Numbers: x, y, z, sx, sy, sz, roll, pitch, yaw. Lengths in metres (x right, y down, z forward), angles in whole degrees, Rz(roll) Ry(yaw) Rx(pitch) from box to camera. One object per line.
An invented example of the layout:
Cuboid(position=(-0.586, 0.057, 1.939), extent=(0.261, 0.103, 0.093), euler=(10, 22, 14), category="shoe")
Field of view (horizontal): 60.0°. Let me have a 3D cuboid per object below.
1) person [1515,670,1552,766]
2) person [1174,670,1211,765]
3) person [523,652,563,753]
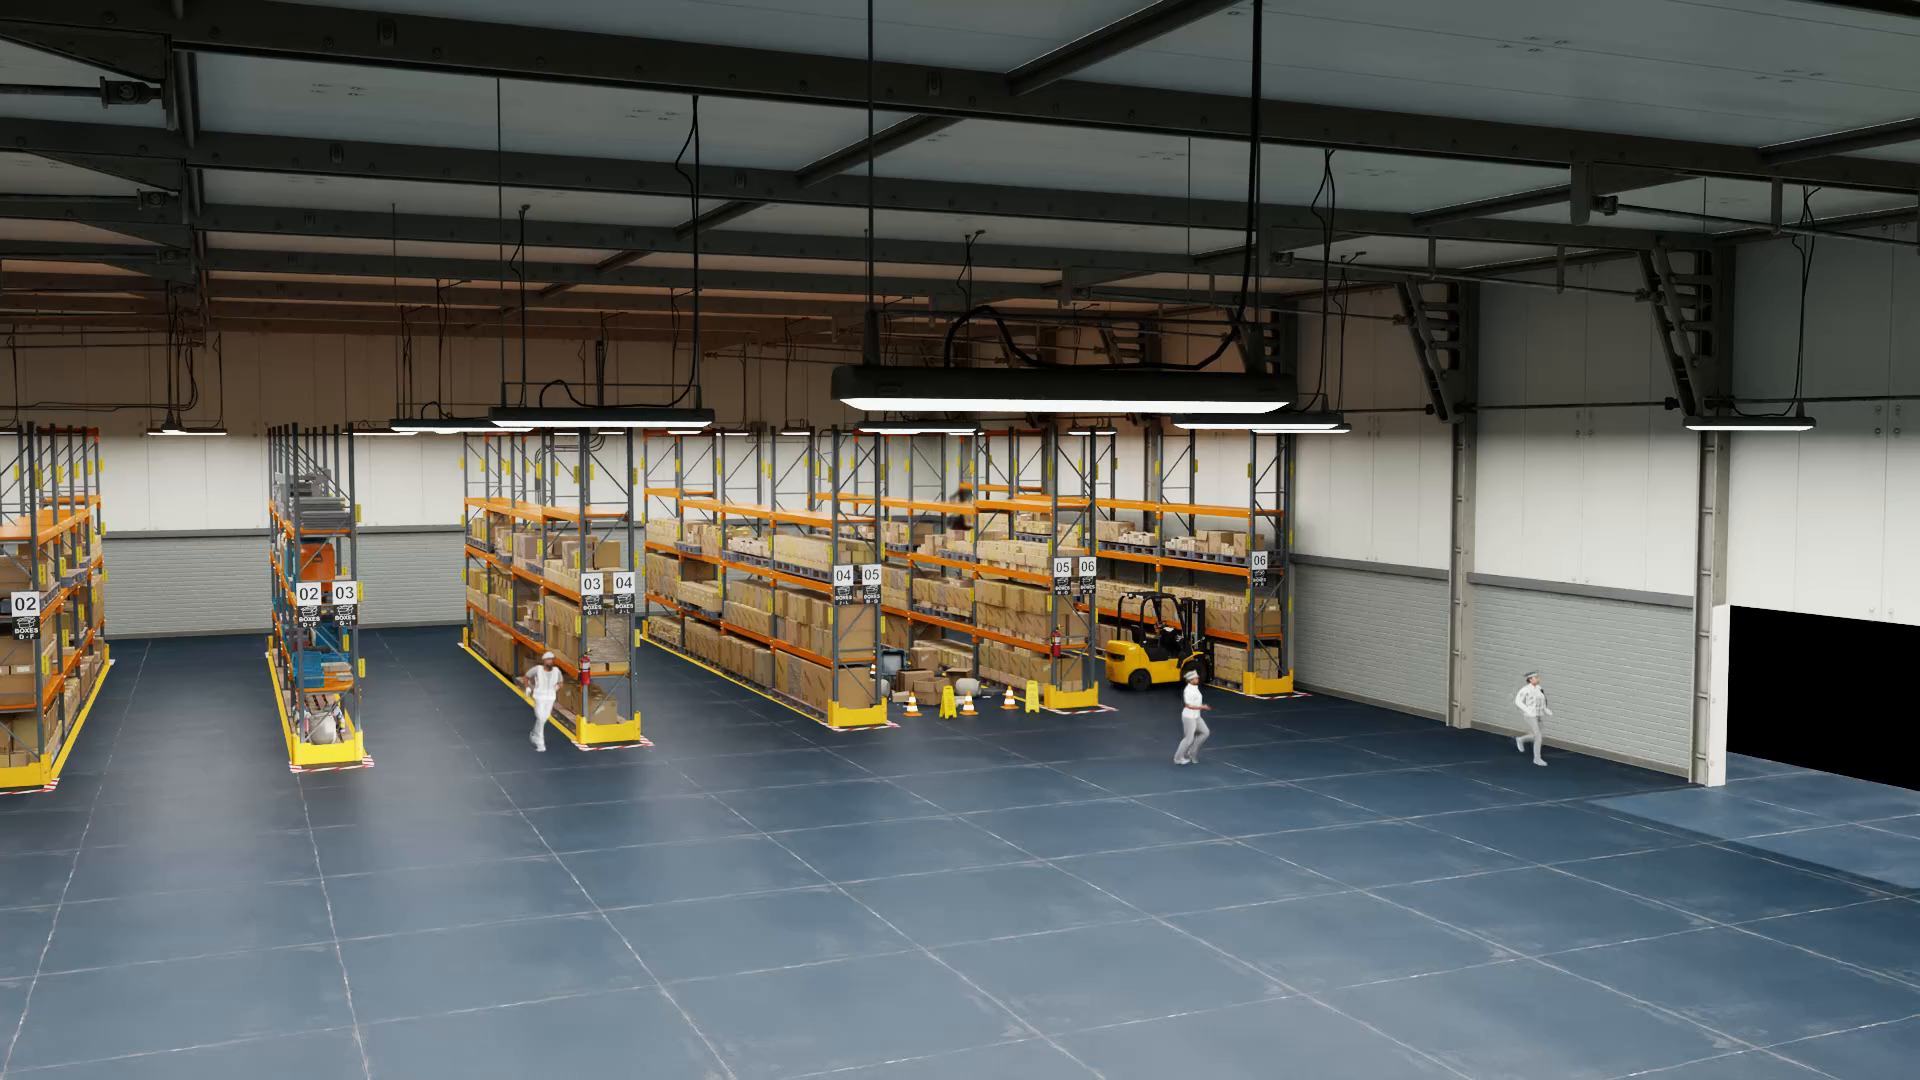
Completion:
Cuboid(position=(10.073, 3.110, 29.352), extent=(0.618, 1.677, 0.708), euler=(-2, 4, -33), category="person")
Cuboid(position=(4.084, 3.110, 29.081), extent=(0.681, 1.703, 0.548), euler=(1, 4, 22), category="person")
Cuboid(position=(-7.679, 2.959, 30.769), extent=(0.704, 1.786, 0.912), euler=(-3, 4, -38), category="person")
